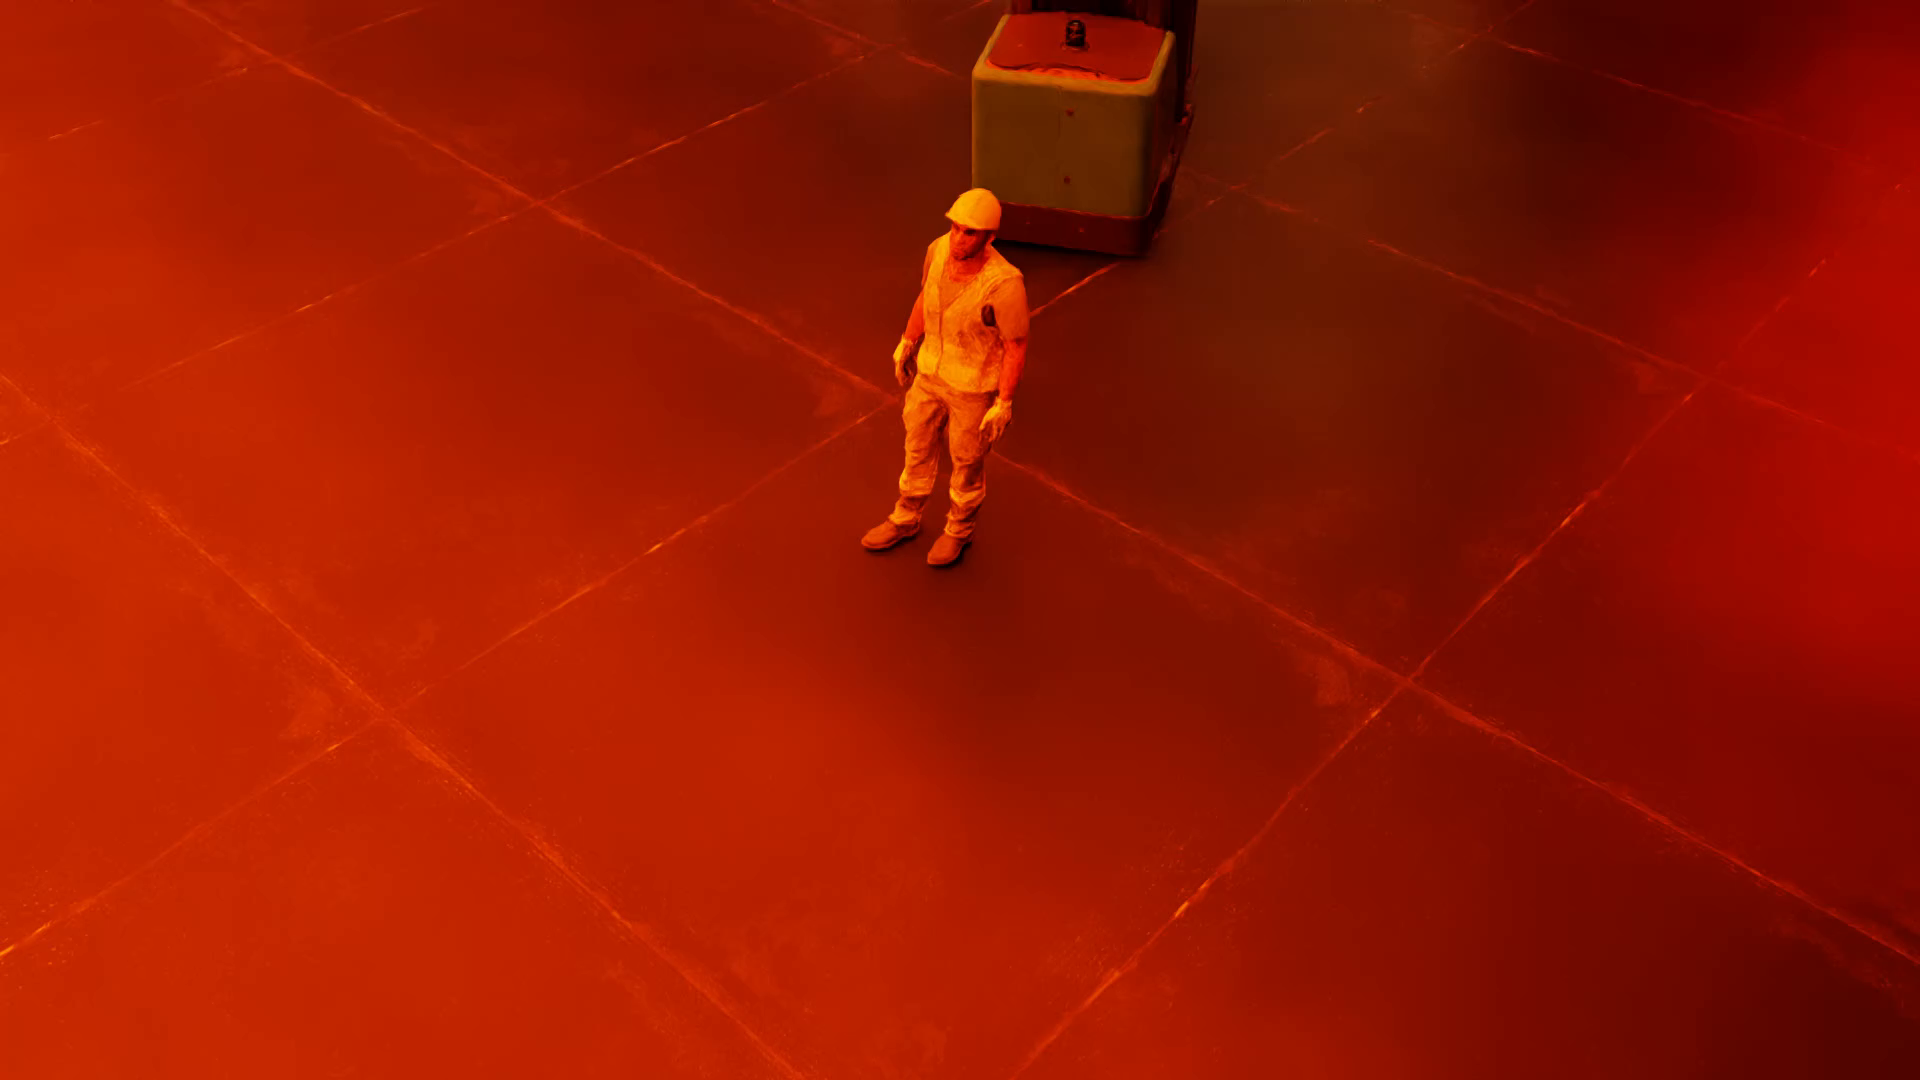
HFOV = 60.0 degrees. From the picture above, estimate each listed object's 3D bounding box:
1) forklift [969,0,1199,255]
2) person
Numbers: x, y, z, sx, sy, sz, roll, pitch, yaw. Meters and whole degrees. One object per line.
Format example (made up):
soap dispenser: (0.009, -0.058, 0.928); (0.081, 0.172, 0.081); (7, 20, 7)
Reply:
forklift: (0.902, -3.702, 9.743); (1.130, 2.935, 3.031); (9, 41, 11)
person: (-0.062, -0.650, 7.053); (0.637, 1.787, 0.563); (31, 49, 31)
